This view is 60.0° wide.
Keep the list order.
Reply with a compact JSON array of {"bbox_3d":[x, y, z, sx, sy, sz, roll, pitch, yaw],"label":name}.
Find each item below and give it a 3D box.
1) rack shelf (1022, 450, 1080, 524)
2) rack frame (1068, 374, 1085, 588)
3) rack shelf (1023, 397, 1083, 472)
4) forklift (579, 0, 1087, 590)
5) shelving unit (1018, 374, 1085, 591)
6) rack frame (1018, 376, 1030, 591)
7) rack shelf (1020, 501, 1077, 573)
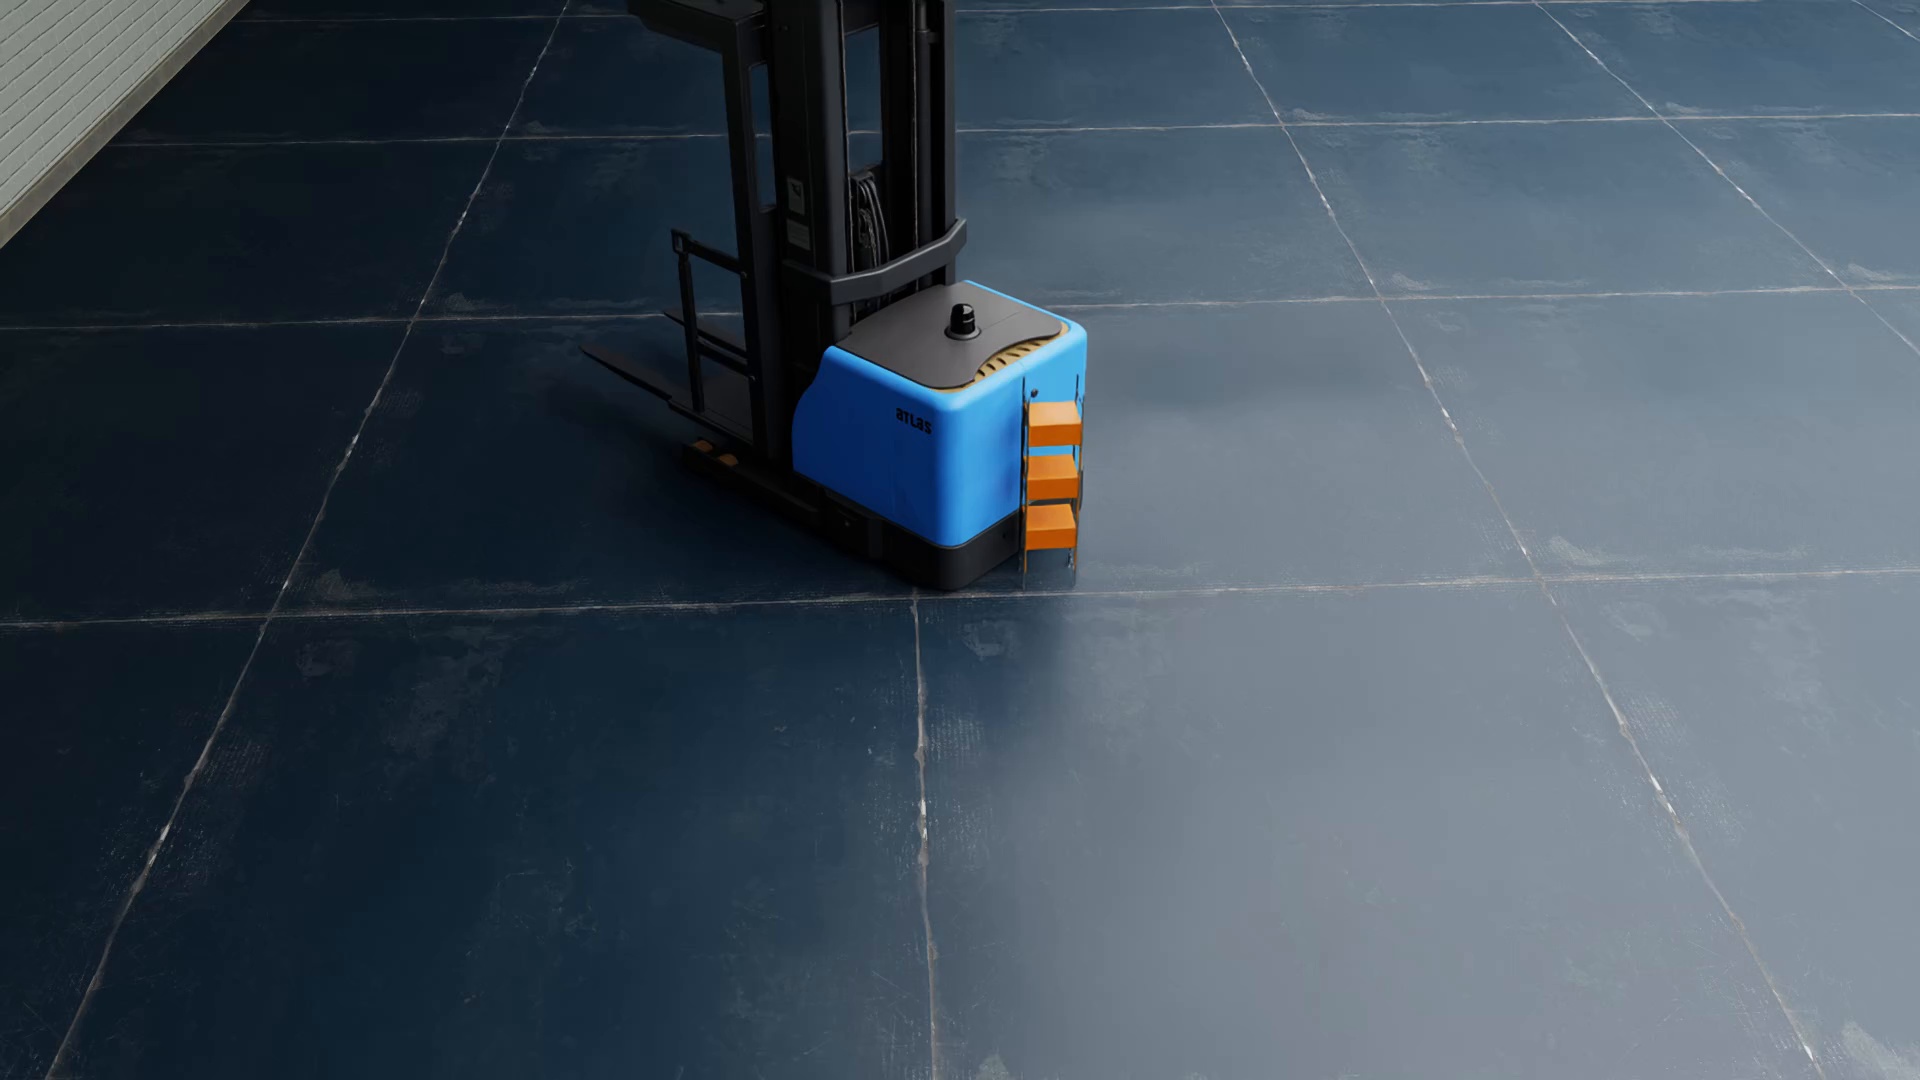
[{"bbox_3d":[0.416,-0.245,7.700,0.240,0.259,0.215,-3,35,-4],"label":"rack shelf"},{"bbox_3d":[0.537,-0.260,7.703,0.008,1.050,0.200,-3,35,-4],"label":"rack frame"},{"bbox_3d":[0.416,-0.478,7.538,0.240,0.259,0.215,-3,35,-4],"label":"rack shelf"},{"bbox_3d":[-0.817,-1.685,8.109,3.031,2.935,1.130,27,43,33],"label":"forklift"},{"bbox_3d":[0.416,-0.253,7.694,0.252,1.050,0.215,-3,35,-4],"label":"shelving unit"},{"bbox_3d":[0.294,-0.247,7.685,0.008,1.050,0.200,-3,35,-4],"label":"rack frame"},{"bbox_3d":[0.416,-0.016,7.858,0.240,0.259,0.215,-3,35,-4],"label":"rack shelf"}]
